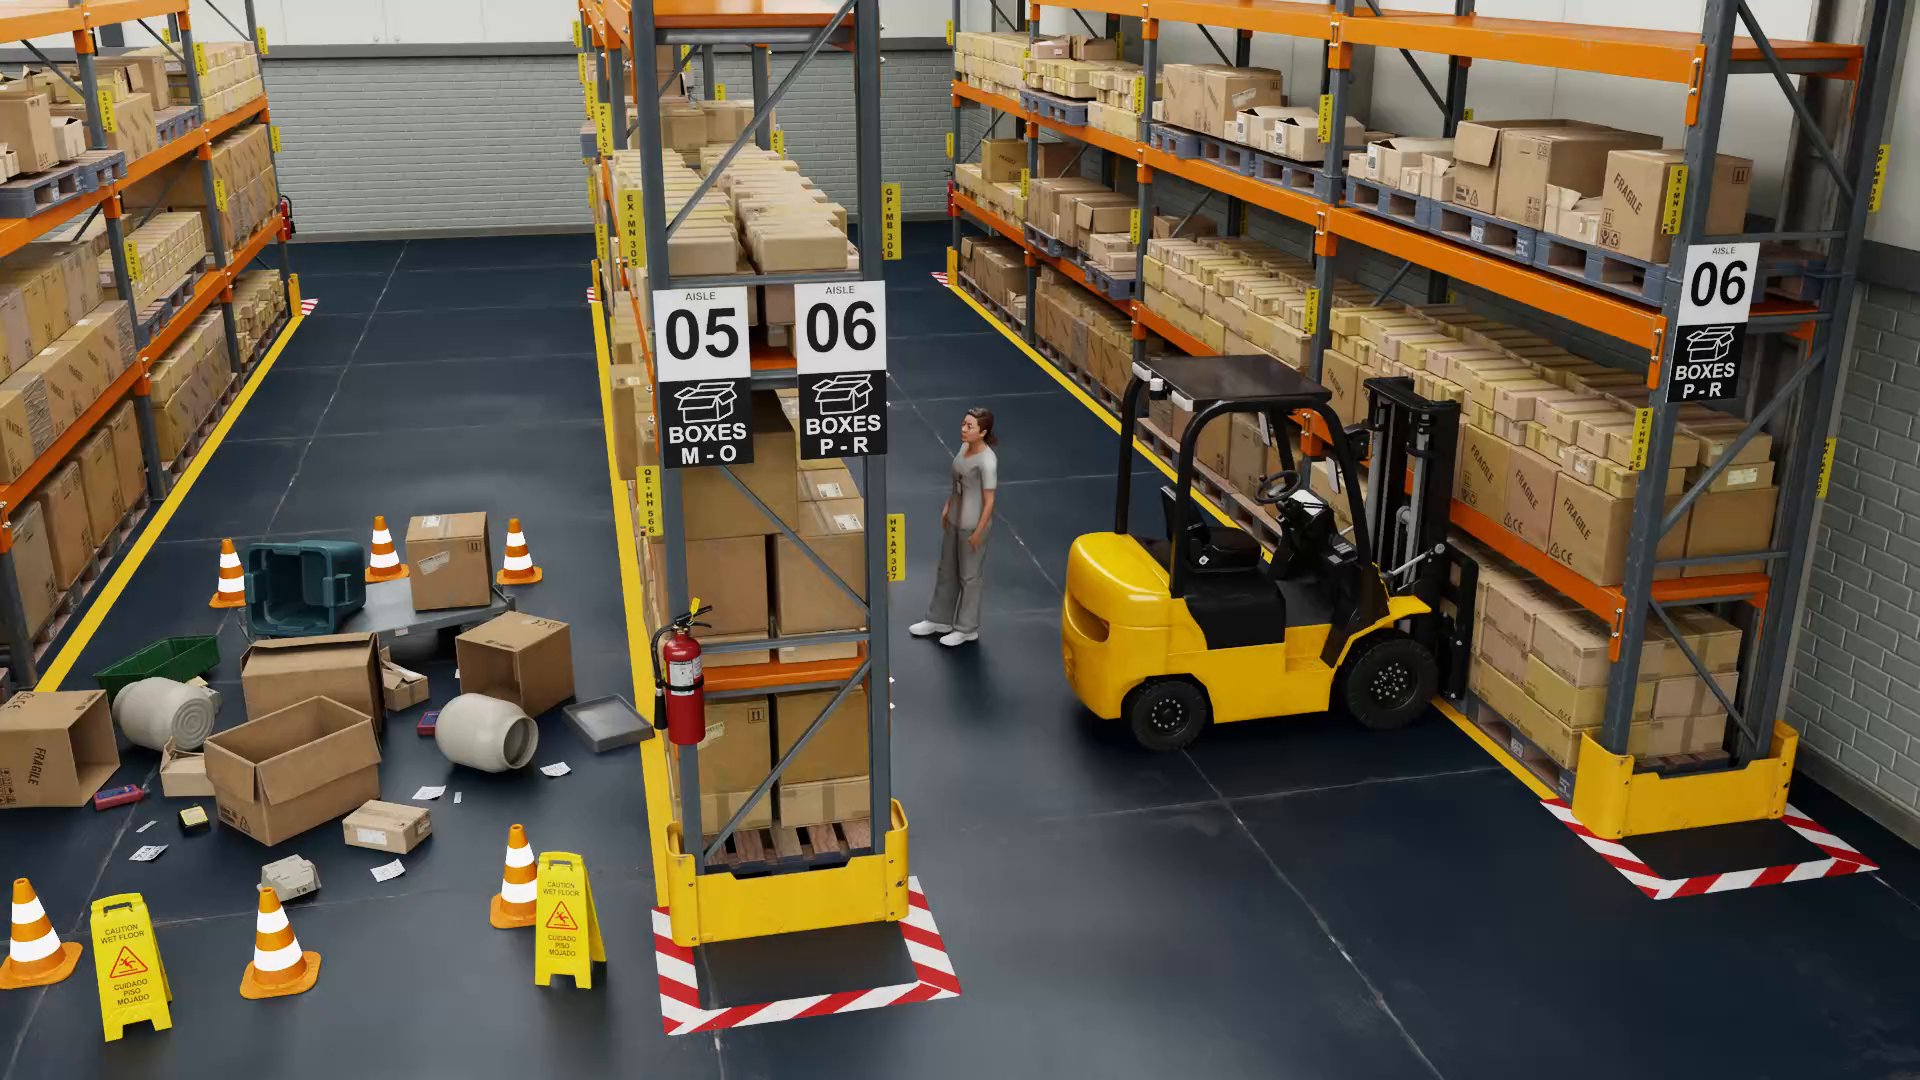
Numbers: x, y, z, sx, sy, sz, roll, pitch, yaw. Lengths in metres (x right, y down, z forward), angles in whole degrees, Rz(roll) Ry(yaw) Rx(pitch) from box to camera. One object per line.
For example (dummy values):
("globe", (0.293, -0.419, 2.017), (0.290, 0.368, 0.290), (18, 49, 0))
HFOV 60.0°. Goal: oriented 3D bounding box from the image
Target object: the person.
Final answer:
("person", (-0.009, -0.092, 11.303), (0.548, 1.673, 0.550), (-9, 22, -23))
